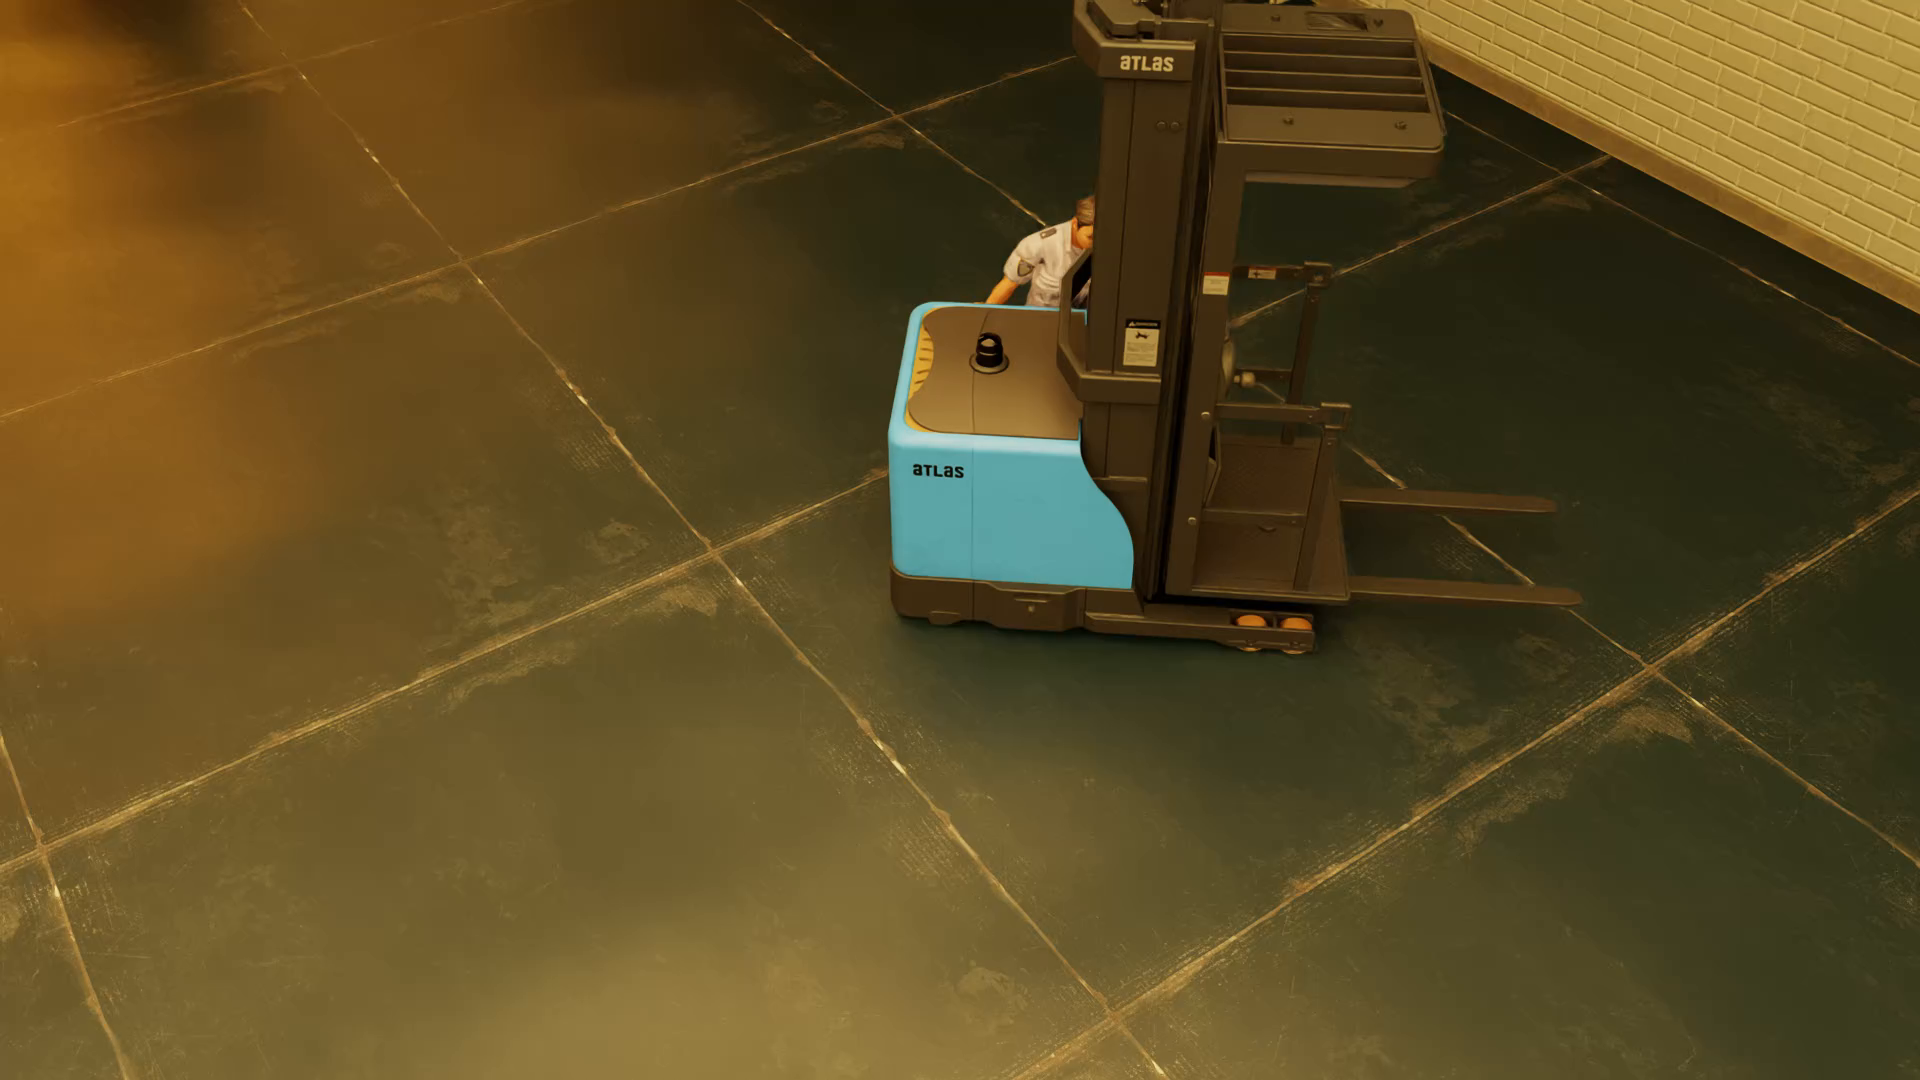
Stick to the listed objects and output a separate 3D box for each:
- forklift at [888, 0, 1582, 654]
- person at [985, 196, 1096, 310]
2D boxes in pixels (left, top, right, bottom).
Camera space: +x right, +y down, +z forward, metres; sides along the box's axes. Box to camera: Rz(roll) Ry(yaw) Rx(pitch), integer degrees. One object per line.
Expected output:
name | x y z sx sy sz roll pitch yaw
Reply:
forklift | 1.236 -0.954 6.751 3.031 2.935 1.130 3 43 4
person | 0.519 -0.929 7.797 0.964 1.552 0.569 -4 43 -4
